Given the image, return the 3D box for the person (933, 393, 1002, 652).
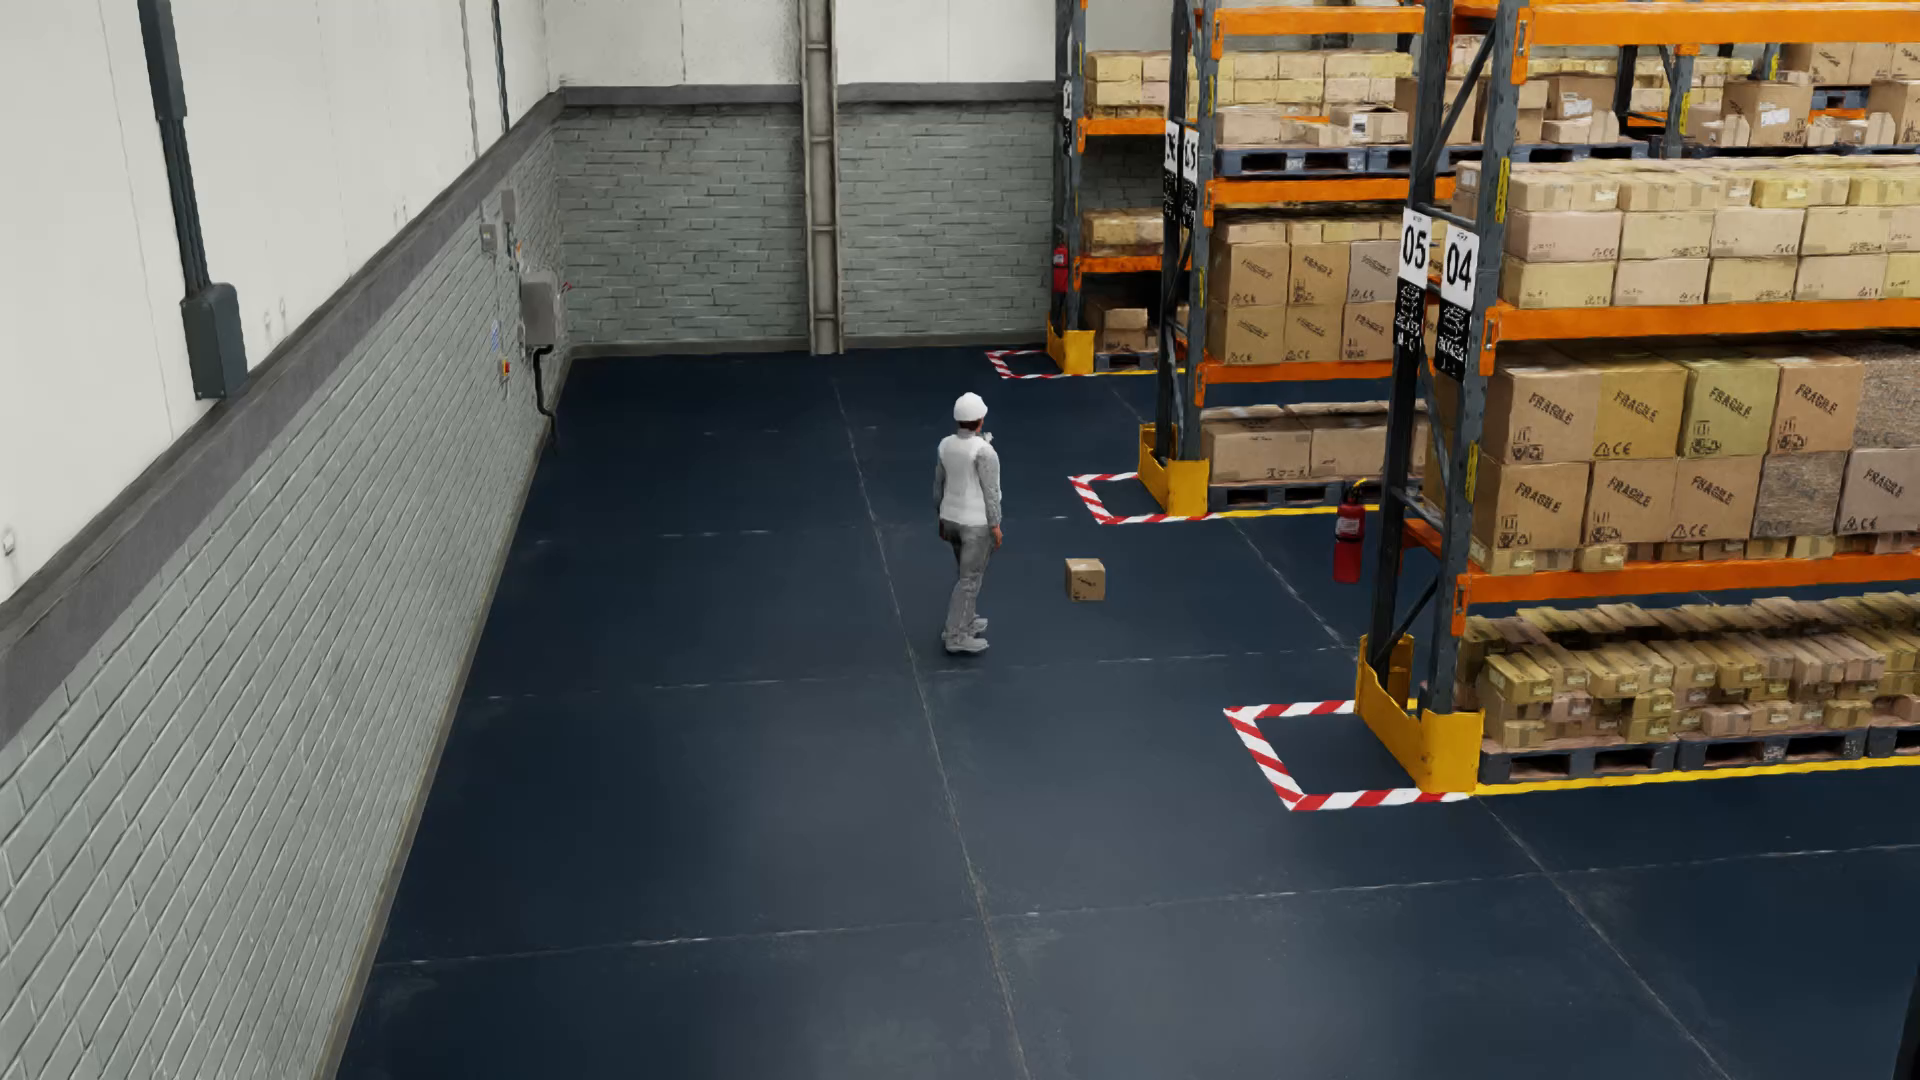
[{"bbox_3d":[0.046,-0.132,11.405,0.561,1.764,0.559,-17,26,-39],"label":"person"}]
